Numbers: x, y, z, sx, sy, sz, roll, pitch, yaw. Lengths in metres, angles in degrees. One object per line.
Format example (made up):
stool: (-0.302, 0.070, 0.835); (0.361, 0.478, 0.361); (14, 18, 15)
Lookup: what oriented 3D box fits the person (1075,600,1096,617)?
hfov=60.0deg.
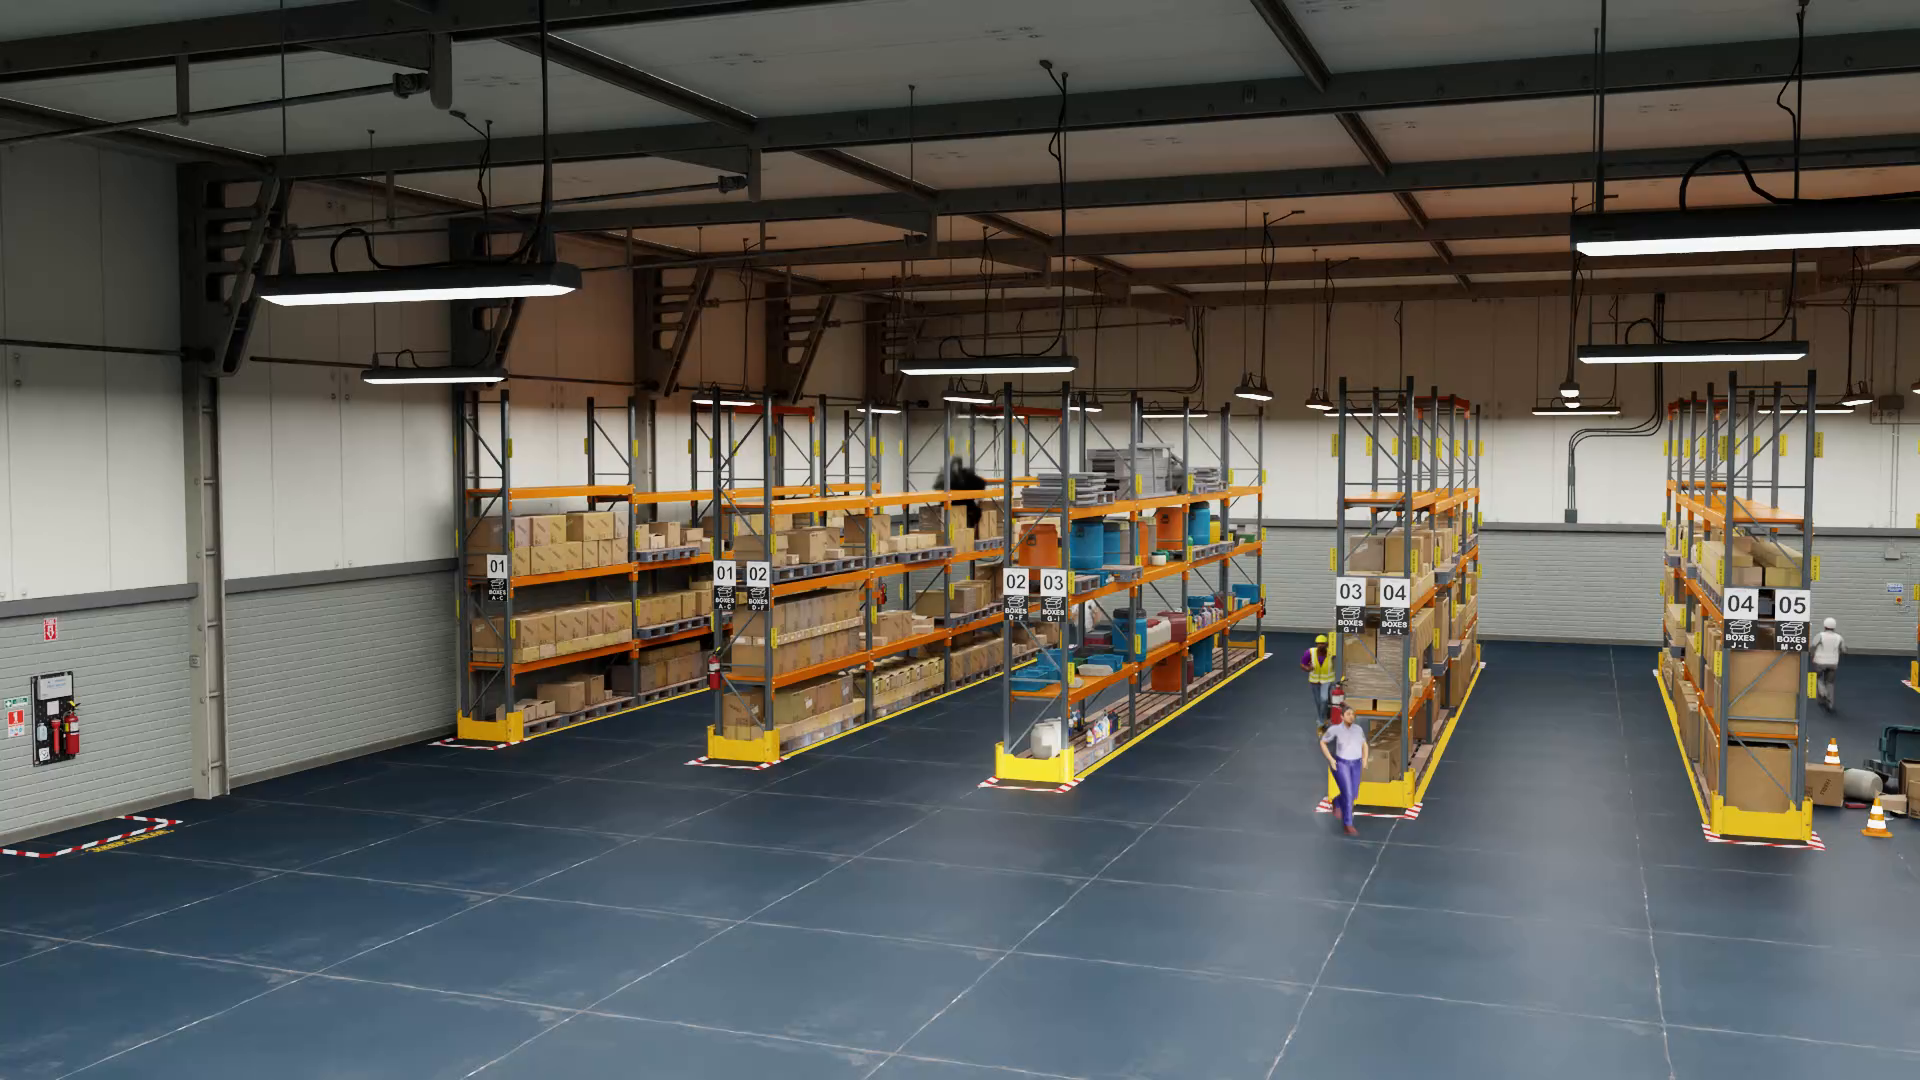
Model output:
person: (2.836, 1.919, 37.549); (0.537, 1.451, 0.532); (1, 3, 11)

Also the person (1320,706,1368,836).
person: (5.052, 2.997, 21.864); (0.627, 1.653, 0.804); (-1, 3, -19)

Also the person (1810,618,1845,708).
person: (16.710, 2.360, 32.105); (0.669, 1.734, 0.618); (1, 3, 13)

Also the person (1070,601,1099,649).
person: (2.700, 1.913, 36.082); (0.616, 1.655, 0.622); (0, 3, 8)

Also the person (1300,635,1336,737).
person: (6.370, 2.531, 29.279); (0.694, 1.774, 1.006); (1, 3, 23)
